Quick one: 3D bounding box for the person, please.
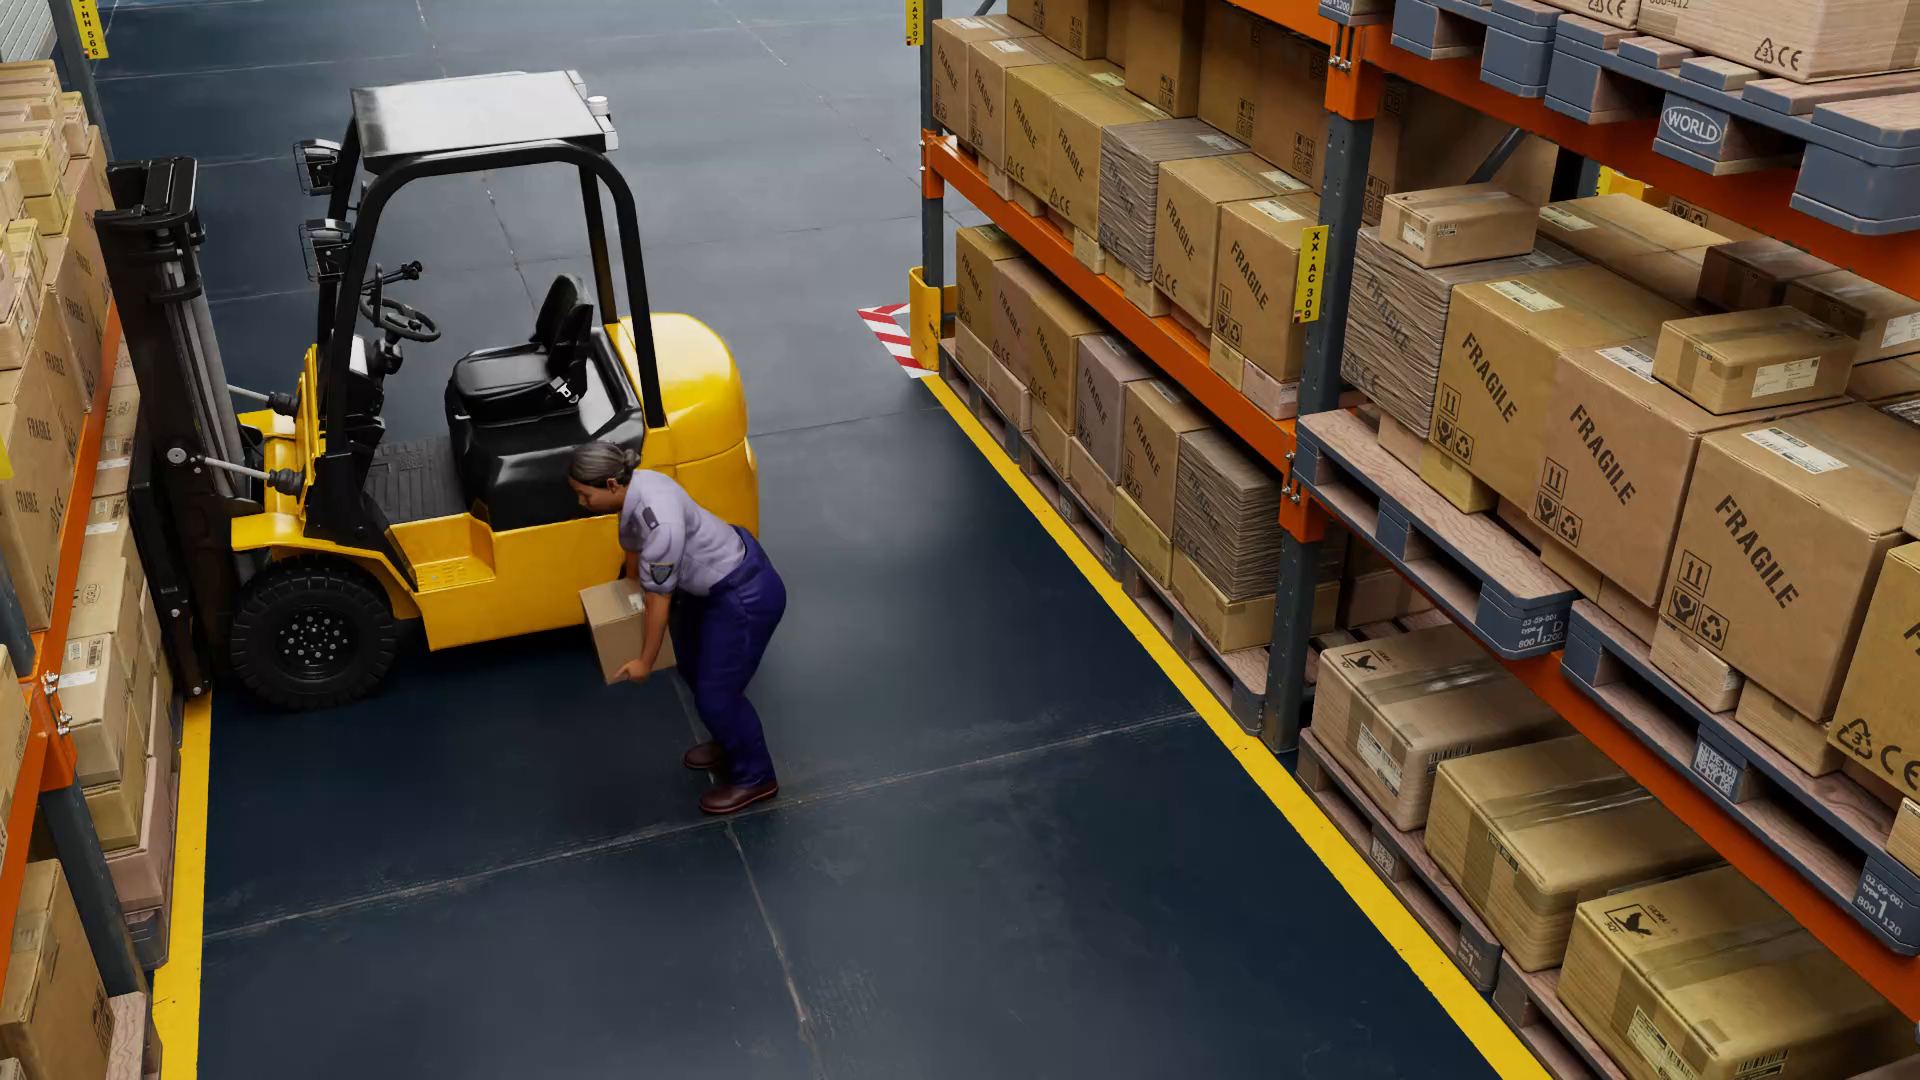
[{"bbox_3d":[-0.980,0.279,5.835,0.645,1.482,0.450,-11,32,-19],"label":"person"}]
